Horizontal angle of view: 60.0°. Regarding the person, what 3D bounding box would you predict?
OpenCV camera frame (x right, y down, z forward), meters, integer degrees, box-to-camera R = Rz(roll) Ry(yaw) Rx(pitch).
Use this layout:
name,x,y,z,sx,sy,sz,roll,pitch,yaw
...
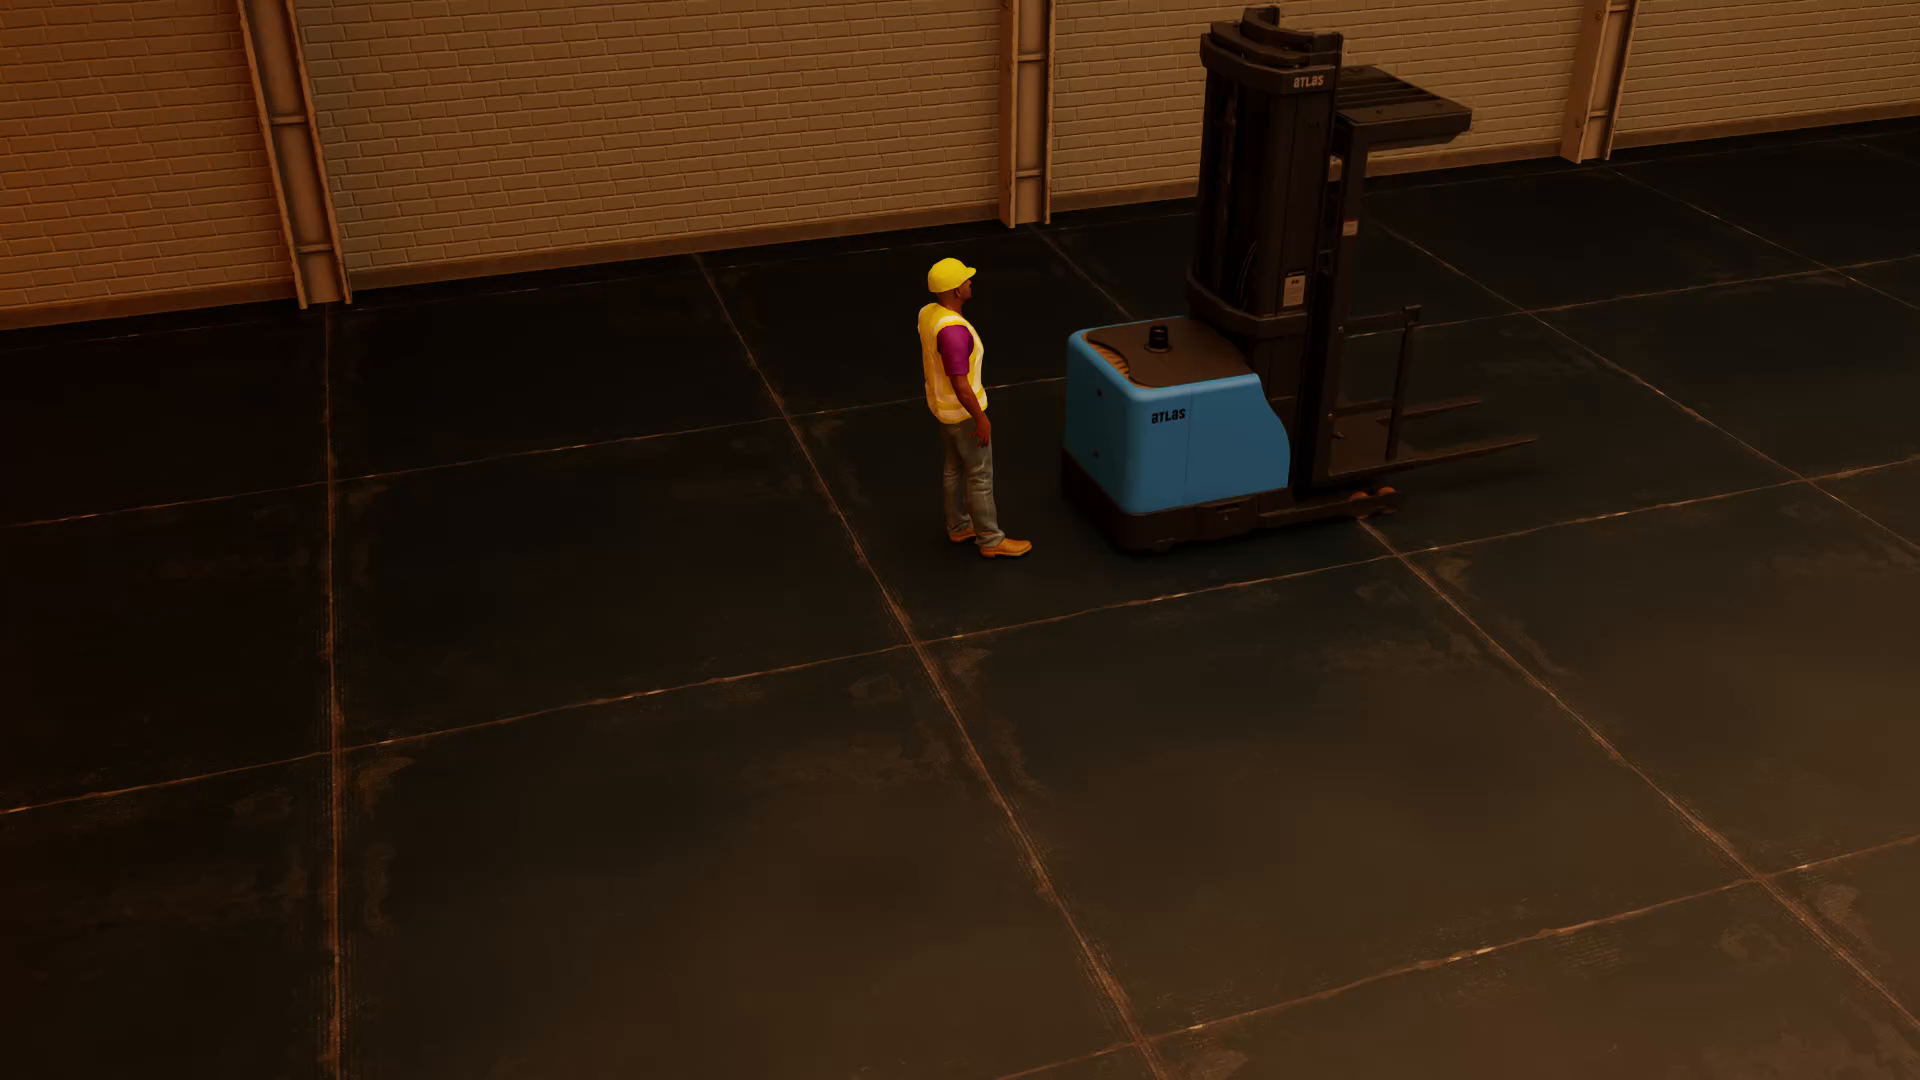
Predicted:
name,x,y,z,sx,sy,sz,roll,pitch,yaw
person,0.068,-0.780,9.597,0.575,1.768,0.666,-10,31,-16

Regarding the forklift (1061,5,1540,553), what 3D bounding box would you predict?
name,x,y,z,sx,sy,sz,roll,pitch,yaw
forklift,2.211,-1.635,9.929,3.031,2.935,1.130,-10,31,-17
